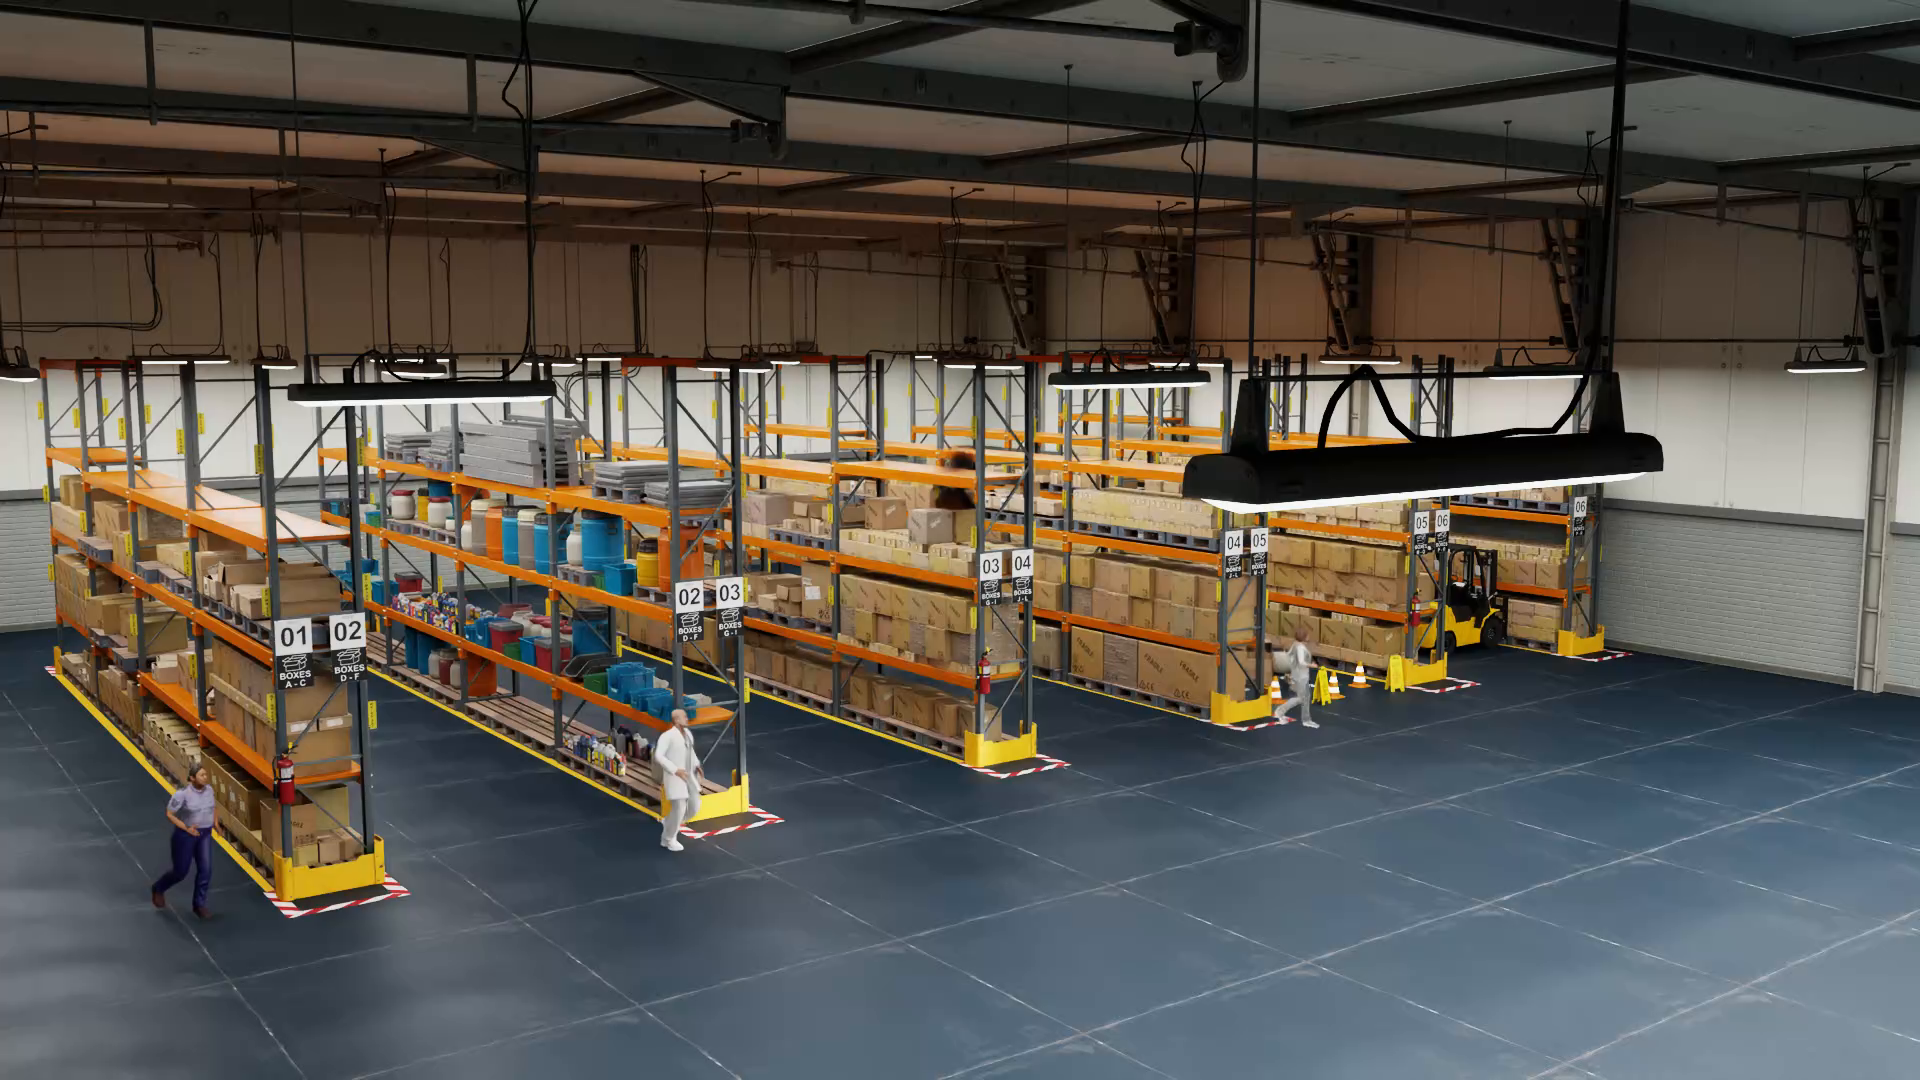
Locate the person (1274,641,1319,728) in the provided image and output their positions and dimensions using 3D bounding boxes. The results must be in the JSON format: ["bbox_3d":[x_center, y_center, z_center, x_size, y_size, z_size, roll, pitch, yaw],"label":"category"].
[{"bbox_3d":[5.363,2.301,26.413,0.732,1.382,0.560,0,7,2],"label":"person"}]

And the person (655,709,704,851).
[{"bbox_3d":[-3.497,2.985,20.833,0.555,1.729,0.785,4,8,28],"label":"person"}]

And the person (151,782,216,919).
[{"bbox_3d":[-8.543,3.412,18.534,0.798,1.446,0.678,4,8,30],"label":"person"}]
